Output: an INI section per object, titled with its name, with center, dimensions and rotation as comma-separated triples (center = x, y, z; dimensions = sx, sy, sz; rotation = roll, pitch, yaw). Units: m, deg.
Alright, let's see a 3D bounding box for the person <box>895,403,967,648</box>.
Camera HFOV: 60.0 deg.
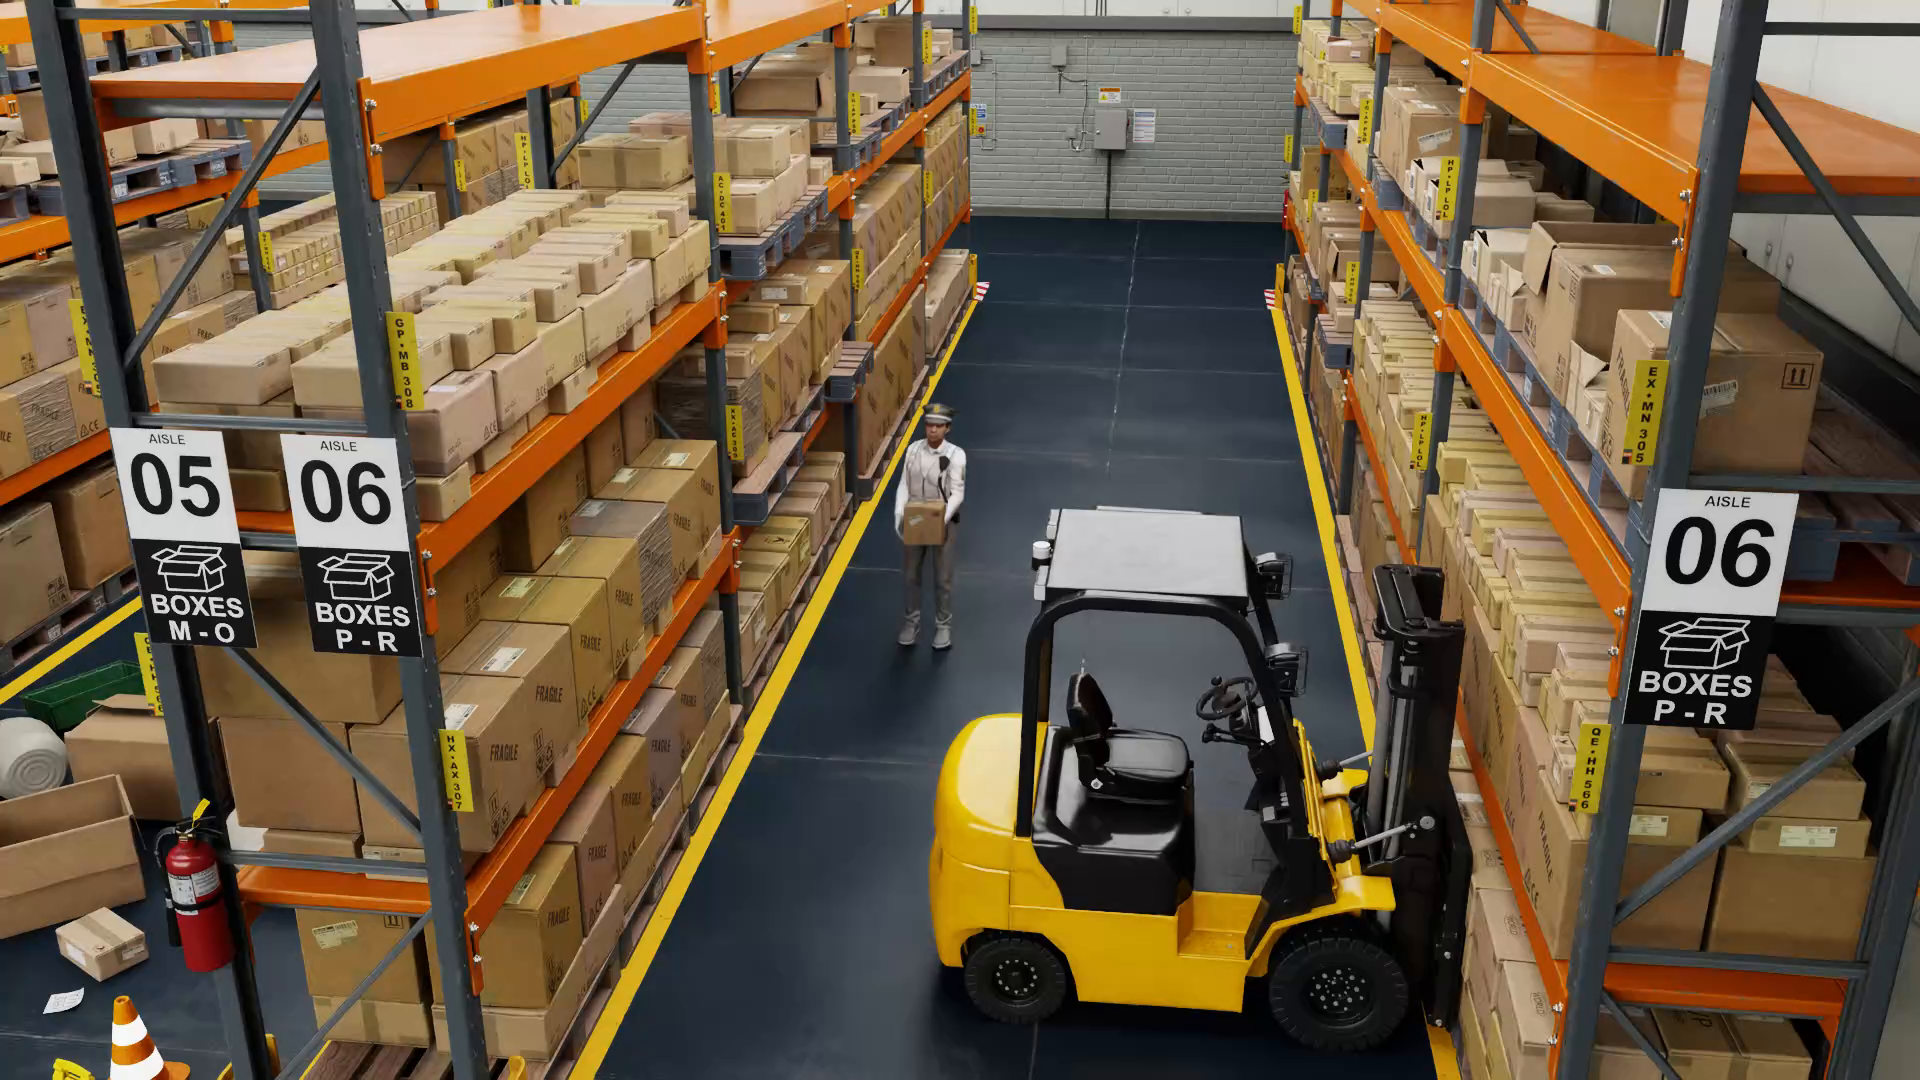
[person]
center = -0.201, -0.094, 11.274
dimensions = 0.469, 1.698, 0.549
rotation = 8, 23, 20
